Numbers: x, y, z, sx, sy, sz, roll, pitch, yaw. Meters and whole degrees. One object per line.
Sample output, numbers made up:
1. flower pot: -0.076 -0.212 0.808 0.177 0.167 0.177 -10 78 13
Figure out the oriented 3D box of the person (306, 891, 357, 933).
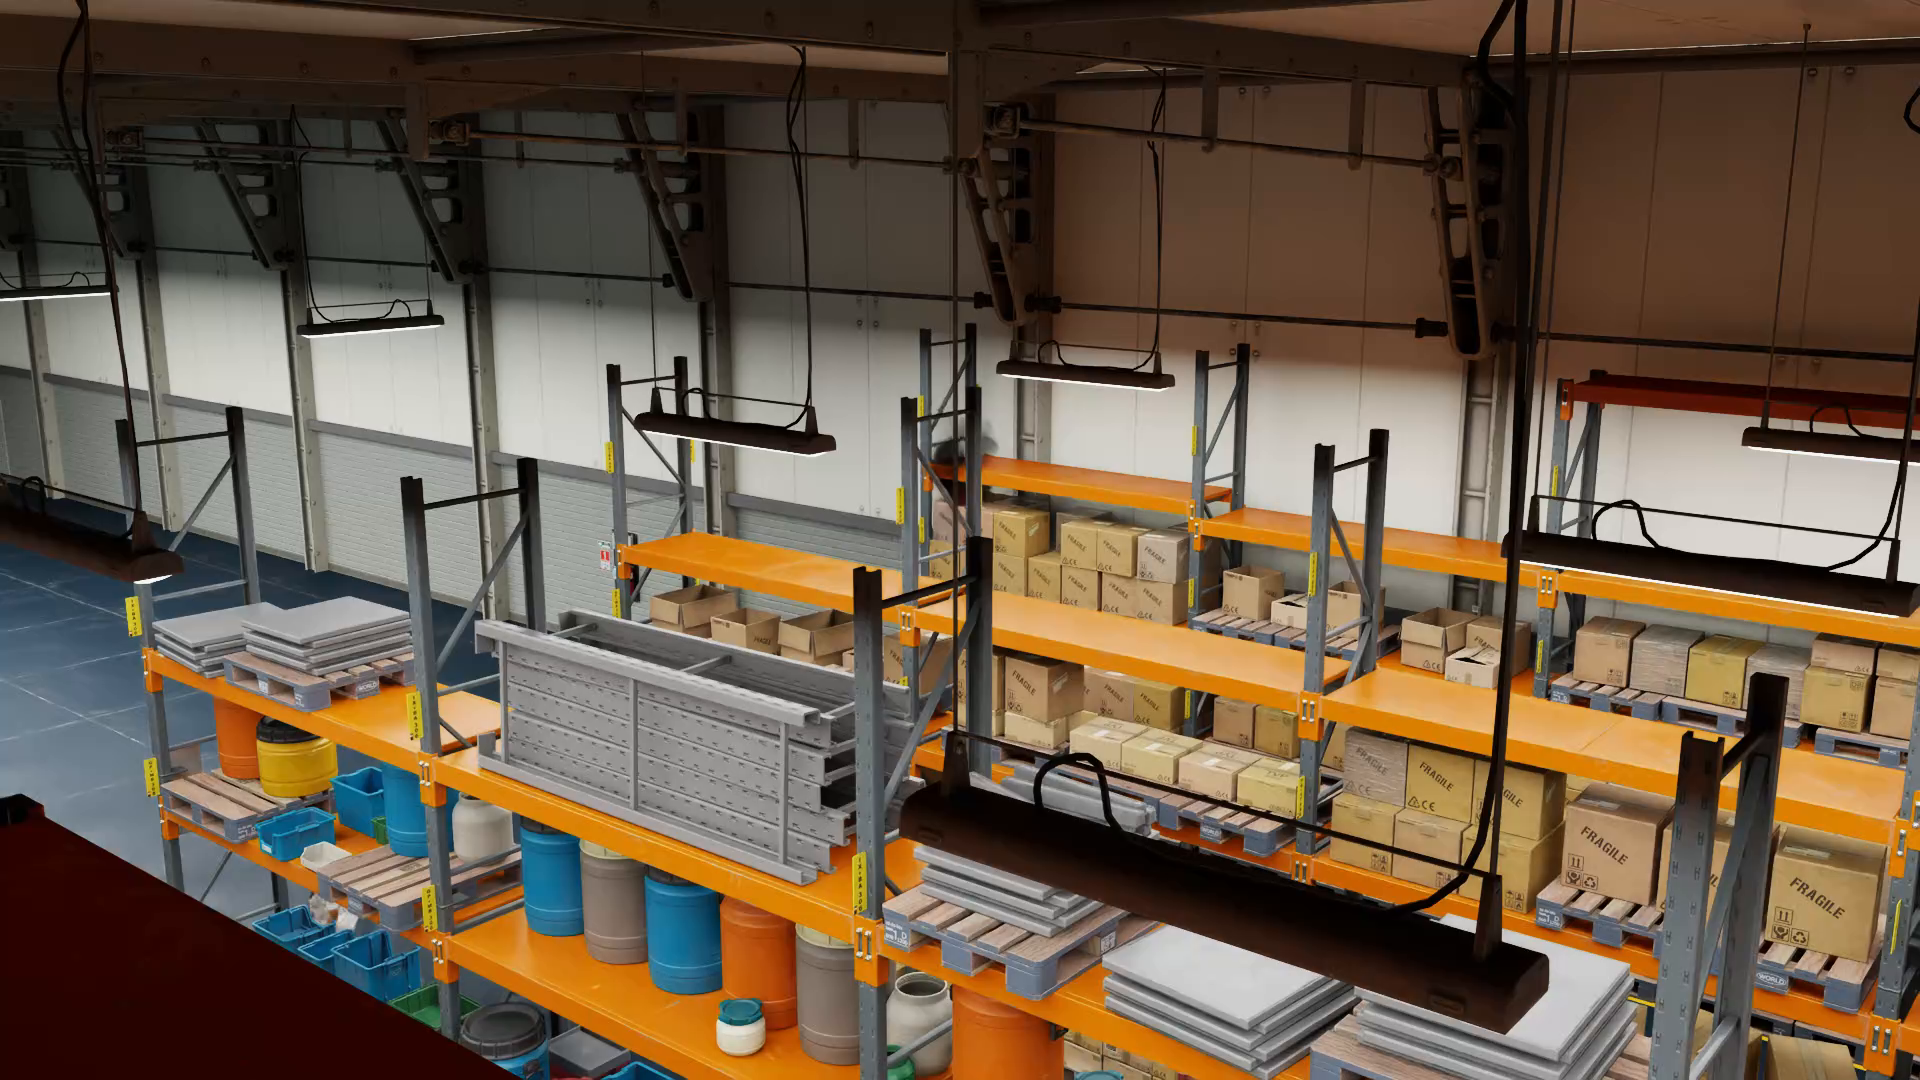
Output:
1. person: -6.082 3.754 16.046 0.498 1.622 0.649 0 13 1
